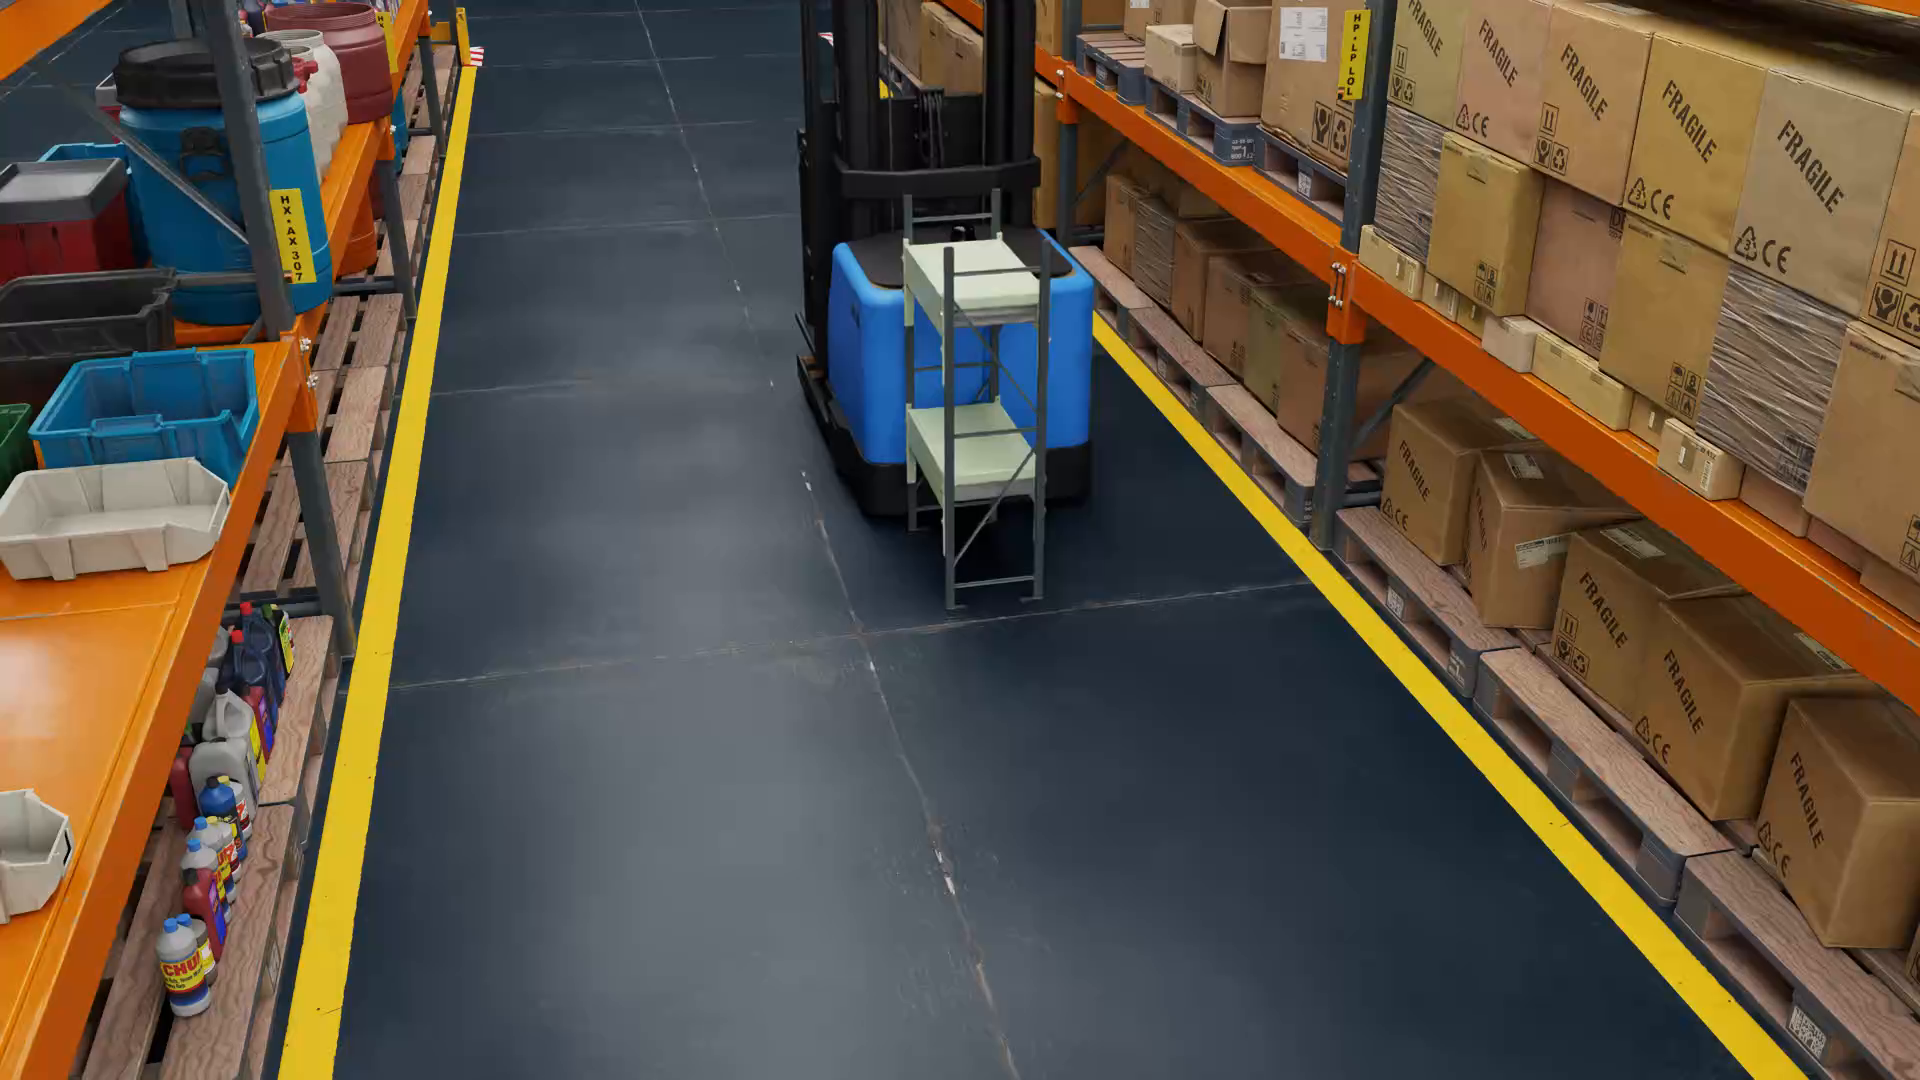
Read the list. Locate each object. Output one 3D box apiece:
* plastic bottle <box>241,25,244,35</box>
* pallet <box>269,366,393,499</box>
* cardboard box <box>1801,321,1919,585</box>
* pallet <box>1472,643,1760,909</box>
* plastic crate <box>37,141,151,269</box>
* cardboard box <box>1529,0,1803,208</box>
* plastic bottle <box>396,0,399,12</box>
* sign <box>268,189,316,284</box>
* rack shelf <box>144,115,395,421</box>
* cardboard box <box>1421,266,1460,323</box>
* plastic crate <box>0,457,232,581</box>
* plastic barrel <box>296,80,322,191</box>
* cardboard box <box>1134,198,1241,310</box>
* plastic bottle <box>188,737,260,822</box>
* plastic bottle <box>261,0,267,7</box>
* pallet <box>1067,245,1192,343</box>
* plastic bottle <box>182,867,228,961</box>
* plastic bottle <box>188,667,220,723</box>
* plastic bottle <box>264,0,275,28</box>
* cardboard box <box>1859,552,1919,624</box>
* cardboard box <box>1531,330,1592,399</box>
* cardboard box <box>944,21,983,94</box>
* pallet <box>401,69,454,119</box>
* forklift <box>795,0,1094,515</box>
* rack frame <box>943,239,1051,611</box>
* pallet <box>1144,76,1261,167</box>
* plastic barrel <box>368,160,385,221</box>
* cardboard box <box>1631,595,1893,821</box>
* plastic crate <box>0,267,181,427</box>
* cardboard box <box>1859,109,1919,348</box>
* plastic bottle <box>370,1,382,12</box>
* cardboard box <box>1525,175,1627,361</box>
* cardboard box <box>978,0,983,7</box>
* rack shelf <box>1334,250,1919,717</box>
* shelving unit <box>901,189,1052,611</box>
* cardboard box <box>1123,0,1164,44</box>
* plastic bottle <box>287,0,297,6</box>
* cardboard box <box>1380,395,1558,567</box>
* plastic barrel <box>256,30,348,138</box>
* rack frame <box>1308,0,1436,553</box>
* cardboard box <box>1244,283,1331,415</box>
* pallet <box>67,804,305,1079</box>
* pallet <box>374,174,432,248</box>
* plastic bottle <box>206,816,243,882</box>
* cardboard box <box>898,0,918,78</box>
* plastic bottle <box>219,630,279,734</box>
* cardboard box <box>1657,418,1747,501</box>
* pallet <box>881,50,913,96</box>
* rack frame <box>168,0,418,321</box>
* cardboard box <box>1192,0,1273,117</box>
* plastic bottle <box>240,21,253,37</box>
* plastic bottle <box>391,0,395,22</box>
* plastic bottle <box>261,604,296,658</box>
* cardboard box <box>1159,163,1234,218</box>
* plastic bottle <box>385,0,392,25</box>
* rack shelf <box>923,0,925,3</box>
[{"bbox_3d":[-4.365,-3.014,10.036,0.097,0.271,0.097,0,27,0],"label":"plastic bottle"},{"bbox_3d":[-3.302,-0.489,7.985,1.003,0.211,1.213,-6,27,-12],"label":"pallet"},{"bbox_3d":[2.592,-0.233,3.941,0.875,0.500,0.500,-6,27,-12],"label":"cardboard box"},{"bbox_3d":[2.481,0.713,5.603,1.003,0.211,1.213,-6,27,-12],"label":"pallet"},{"bbox_3d":[-3.360,-1.302,6.519,0.392,0.384,0.575,-6,27,-12],"label":"plastic crate"},{"bbox_3d":[2.097,-1.321,4.988,0.500,0.500,0.500,-6,27,-12],"label":"cardboard box"},{"bbox_3d":[-4.044,-3.895,11.693,0.144,0.351,0.185,-6,27,-12],"label":"plastic bottle"},{"bbox_3d":[-2.270,-1.031,5.657,0.100,0.325,0.005,-6,27,-12],"label":"sign"},{"bbox_3d":[-3.259,-1.414,7.520,1.077,0.370,4.000,-6,27,-12],"label":"rack shelf"},{"bbox_3d":[1.899,-0.905,5.992,0.380,0.149,0.250,-6,27,-12],"label":"cardboard box"},{"bbox_3d":[-2.196,-0.052,4.317,0.530,0.136,0.437,-6,27,-12],"label":"plastic crate"},{"bbox_3d":[-2.976,-1.682,7.102,0.433,0.535,0.433,0,27,0],"label":"plastic barrel"},{"bbox_3d":[1.424,-1.662,9.500,0.700,0.500,0.500,-8,28,-16],"label":"cardboard box"},{"bbox_3d":[-2.234,0.714,5.041,0.152,0.276,0.135,-5,27,-11],"label":"plastic bottle"},{"bbox_3d":[-4.541,-3.441,10.792,0.144,0.351,0.185,-6,27,-12],"label":"plastic bottle"},{"bbox_3d":[1.290,-1.528,10.042,1.003,0.211,1.213,-6,27,-12],"label":"pallet"},{"bbox_3d":[-2.045,0.987,4.493,0.061,0.283,0.133,-5,27,-11],"label":"plastic bottle"},{"bbox_3d":[-2.478,0.527,5.412,0.152,0.276,0.135,-6,27,-12],"label":"plastic bottle"},{"bbox_3d":[-4.376,-3.292,10.574,0.061,0.283,0.133,-6,27,-12],"label":"plastic bottle"},{"bbox_3d":[2.450,0.079,4.044,0.380,0.149,0.250,-6,27,-12],"label":"cardboard box"},{"bbox_3d":[2.078,-0.576,5.342,0.380,0.149,0.250,-6,27,-12],"label":"cardboard box"},{"bbox_3d":[0.580,-3.440,12.628,1.225,0.875,0.875,-7,28,-13],"label":"cardboard box"},{"bbox_3d":[-5.093,-3.979,14.900,1.003,0.211,1.213,-6,27,-12],"label":"pallet"},{"bbox_3d":[-0.245,-2.063,8.084,1.130,2.935,3.031,-6,27,-12],"label":"forklift"},{"bbox_3d":[0.137,-0.410,6.397,0.400,1.500,0.023,-6,27,-12],"label":"rack frame"},{"bbox_3d":[1.602,-2.165,8.424,1.003,0.211,1.213,-6,27,-12],"label":"pallet"},{"bbox_3d":[-4.091,-2.433,10.951,0.600,0.588,0.708,-6,27,-12],"label":"plastic barrel"},{"bbox_3d":[2.503,0.513,5.212,0.500,0.500,0.500,-3,27,-7],"label":"cardboard box"},{"bbox_3d":[-2.814,-0.586,5.152,0.767,0.338,0.504,-6,27,-12],"label":"plastic crate"},{"bbox_3d":[2.435,-0.663,3.683,0.500,0.500,0.500,-6,27,-12],"label":"cardboard box"},{"bbox_3d":[-3.752,-3.339,10.679,0.097,0.271,0.097,0,27,0],"label":"plastic bottle"},{"bbox_3d":[2.347,-0.901,5.265,0.875,0.500,0.500,-6,27,-12],"label":"cardboard box"},{"bbox_3d":[0.422,-4.022,11.779,0.500,0.500,0.500,-5,27,-11],"label":"cardboard box"},{"bbox_3d":[2.468,-0.161,5.038,1.077,0.370,4.000,-6,27,-12],"label":"rack shelf"},{"bbox_3d":[0.053,-0.570,6.715,0.431,1.500,0.755,-6,27,-12],"label":"shelving unit"},{"bbox_3d":[1.276,-3.115,9.515,0.500,0.500,0.500,-9,28,-18],"label":"cardboard box"},{"bbox_3d":[-4.500,-3.551,11.176,0.097,0.201,0.097,0,27,0],"label":"plastic bottle"},{"bbox_3d":[2.068,-0.252,6.728,0.500,0.500,0.500,-7,28,-13],"label":"cardboard box"},{"bbox_3d":[-3.270,-2.233,8.221,0.421,0.512,0.421,0,27,0],"label":"plastic barrel"},{"bbox_3d":[2.017,-1.360,6.615,1.000,3.000,0.127,-6,27,-12],"label":"rack frame"},{"bbox_3d":[1.811,-0.923,8.036,0.700,0.500,0.500,-6,27,-12],"label":"cardboard box"},{"bbox_3d":[-2.419,1.224,4.591,1.003,0.211,1.213,-6,27,-12],"label":"pallet"},{"bbox_3d":[-4.200,-2.244,11.462,1.003,0.211,1.213,-6,27,-12],"label":"pallet"},{"bbox_3d":[-2.134,0.887,4.782,0.097,0.201,0.097,0,27,0],"label":"plastic bottle"},{"bbox_3d":[-0.059,-4.804,15.330,0.875,0.875,0.875,-6,27,-12],"label":"cardboard box"},{"bbox_3d":[-2.339,0.467,5.447,0.144,0.351,0.185,-7,28,-14],"label":"plastic bottle"},{"bbox_3d":[2.213,-0.244,4.682,0.380,0.149,0.250,-6,27,-12],"label":"cardboard box"},{"bbox_3d":[-0.159,-4.505,15.942,1.003,0.211,1.213,-6,27,-12],"label":"pallet"},{"bbox_3d":[-3.710,-2.613,9.098,1.000,3.000,0.127,-6,27,-12],"label":"rack frame"},{"bbox_3d":[1.536,-2.345,7.986,0.797,0.503,0.637,-3,27,-6],"label":"cardboard box"},{"bbox_3d":[-4.431,-3.111,10.306,0.097,0.201,0.097,0,27,0],"label":"plastic bottle"},{"bbox_3d":[-3.929,-3.651,11.375,0.097,0.201,0.097,0,27,0],"label":"plastic bottle"},{"bbox_3d":[-2.423,0.324,5.897,0.097,0.201,0.097,0,27,0],"label":"plastic bottle"},{"bbox_3d":[1.425,-2.008,9.353,0.500,0.250,0.500,-3,27,-6],"label":"cardboard box"},{"bbox_3d":[-3.832,-3.537,11.058,0.061,0.283,0.133,-6,27,-12],"label":"plastic bottle"},{"bbox_3d":[-0.237,-5.429,15.475,1.077,0.370,4.000,-6,27,-12],"label":"rack shelf"}]
